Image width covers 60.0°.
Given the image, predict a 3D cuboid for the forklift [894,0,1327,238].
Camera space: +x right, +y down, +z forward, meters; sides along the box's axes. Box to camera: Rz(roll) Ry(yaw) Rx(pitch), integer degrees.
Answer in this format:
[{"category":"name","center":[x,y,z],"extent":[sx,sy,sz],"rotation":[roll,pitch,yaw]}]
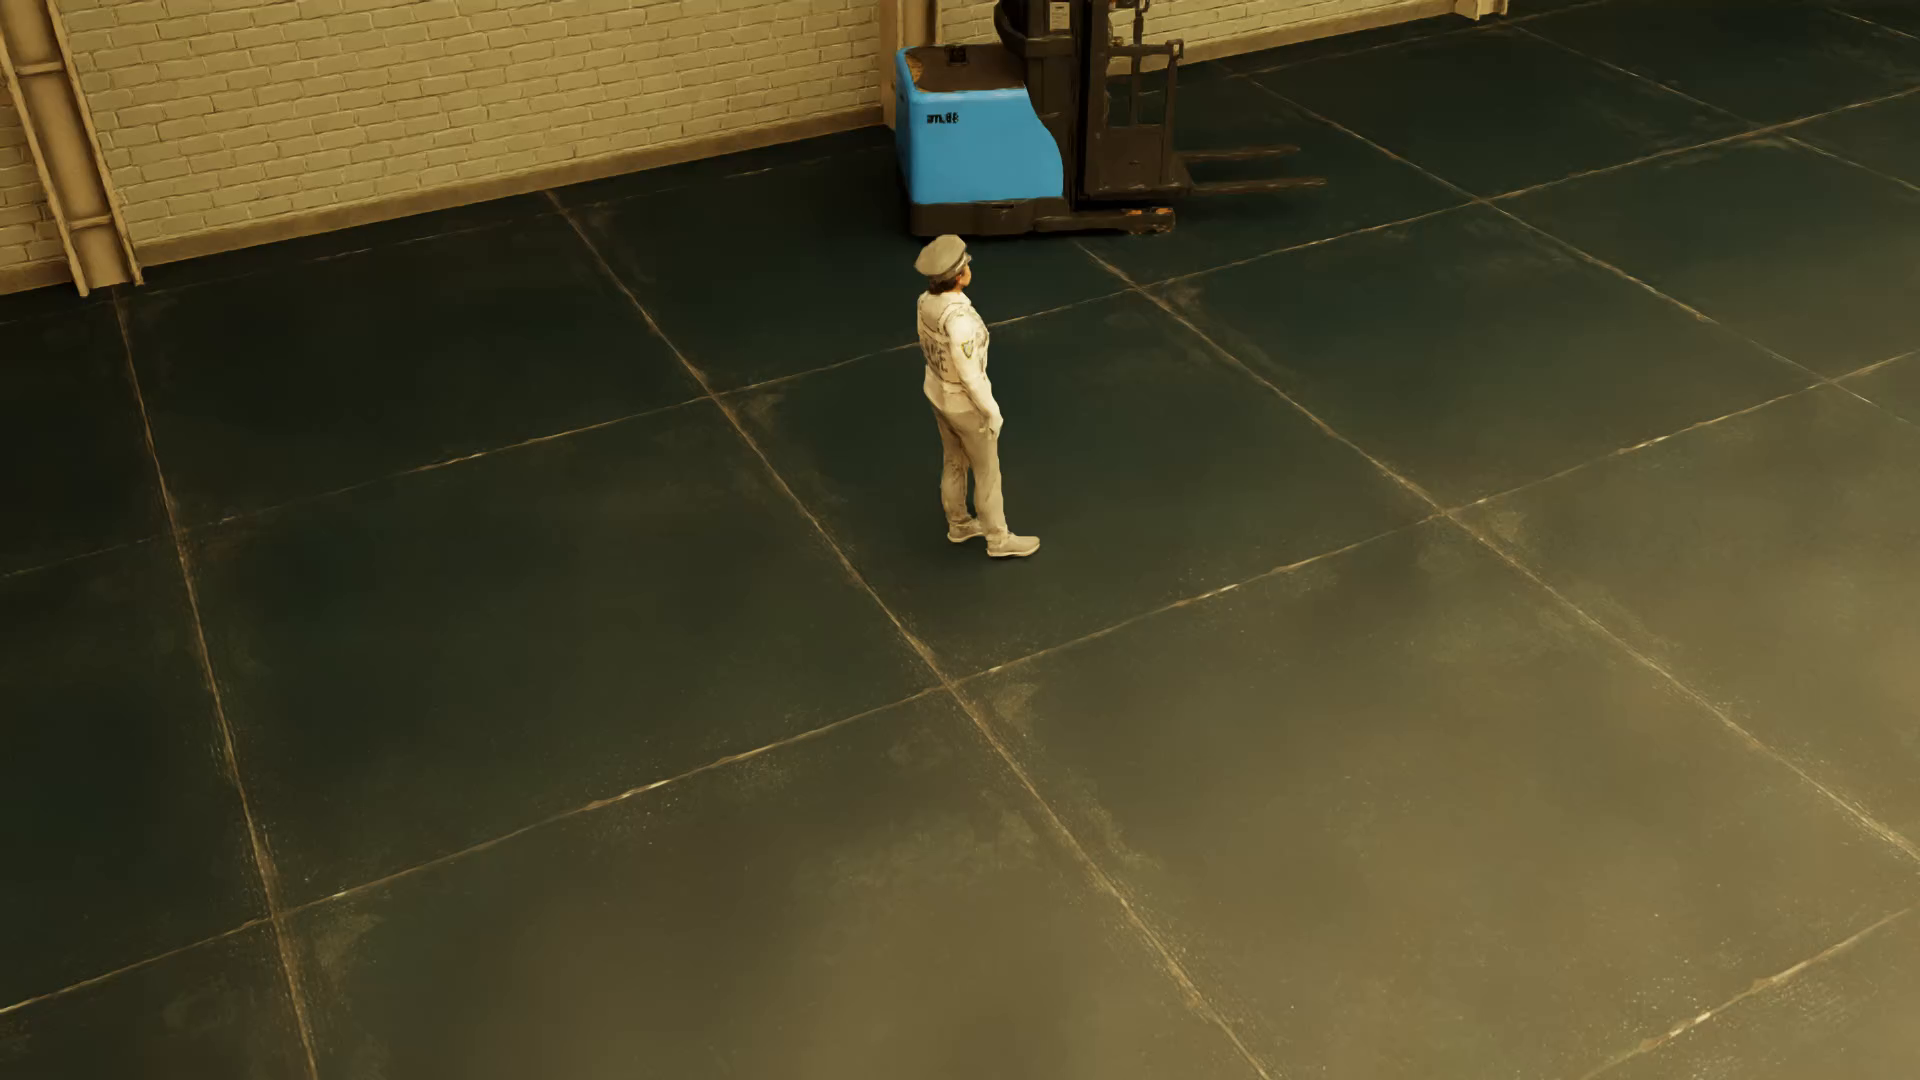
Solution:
[{"category":"forklift","center":[1.085,-3.646,11.281],"extent":[3.031,2.935,1.130],"rotation":[-5,36,-7]}]

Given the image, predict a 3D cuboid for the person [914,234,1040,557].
[{"category":"person","center":[0.063,-0.713,8.190],"extent":[0.533,1.695,0.586],"rotation":[-17,39,-23]}]
